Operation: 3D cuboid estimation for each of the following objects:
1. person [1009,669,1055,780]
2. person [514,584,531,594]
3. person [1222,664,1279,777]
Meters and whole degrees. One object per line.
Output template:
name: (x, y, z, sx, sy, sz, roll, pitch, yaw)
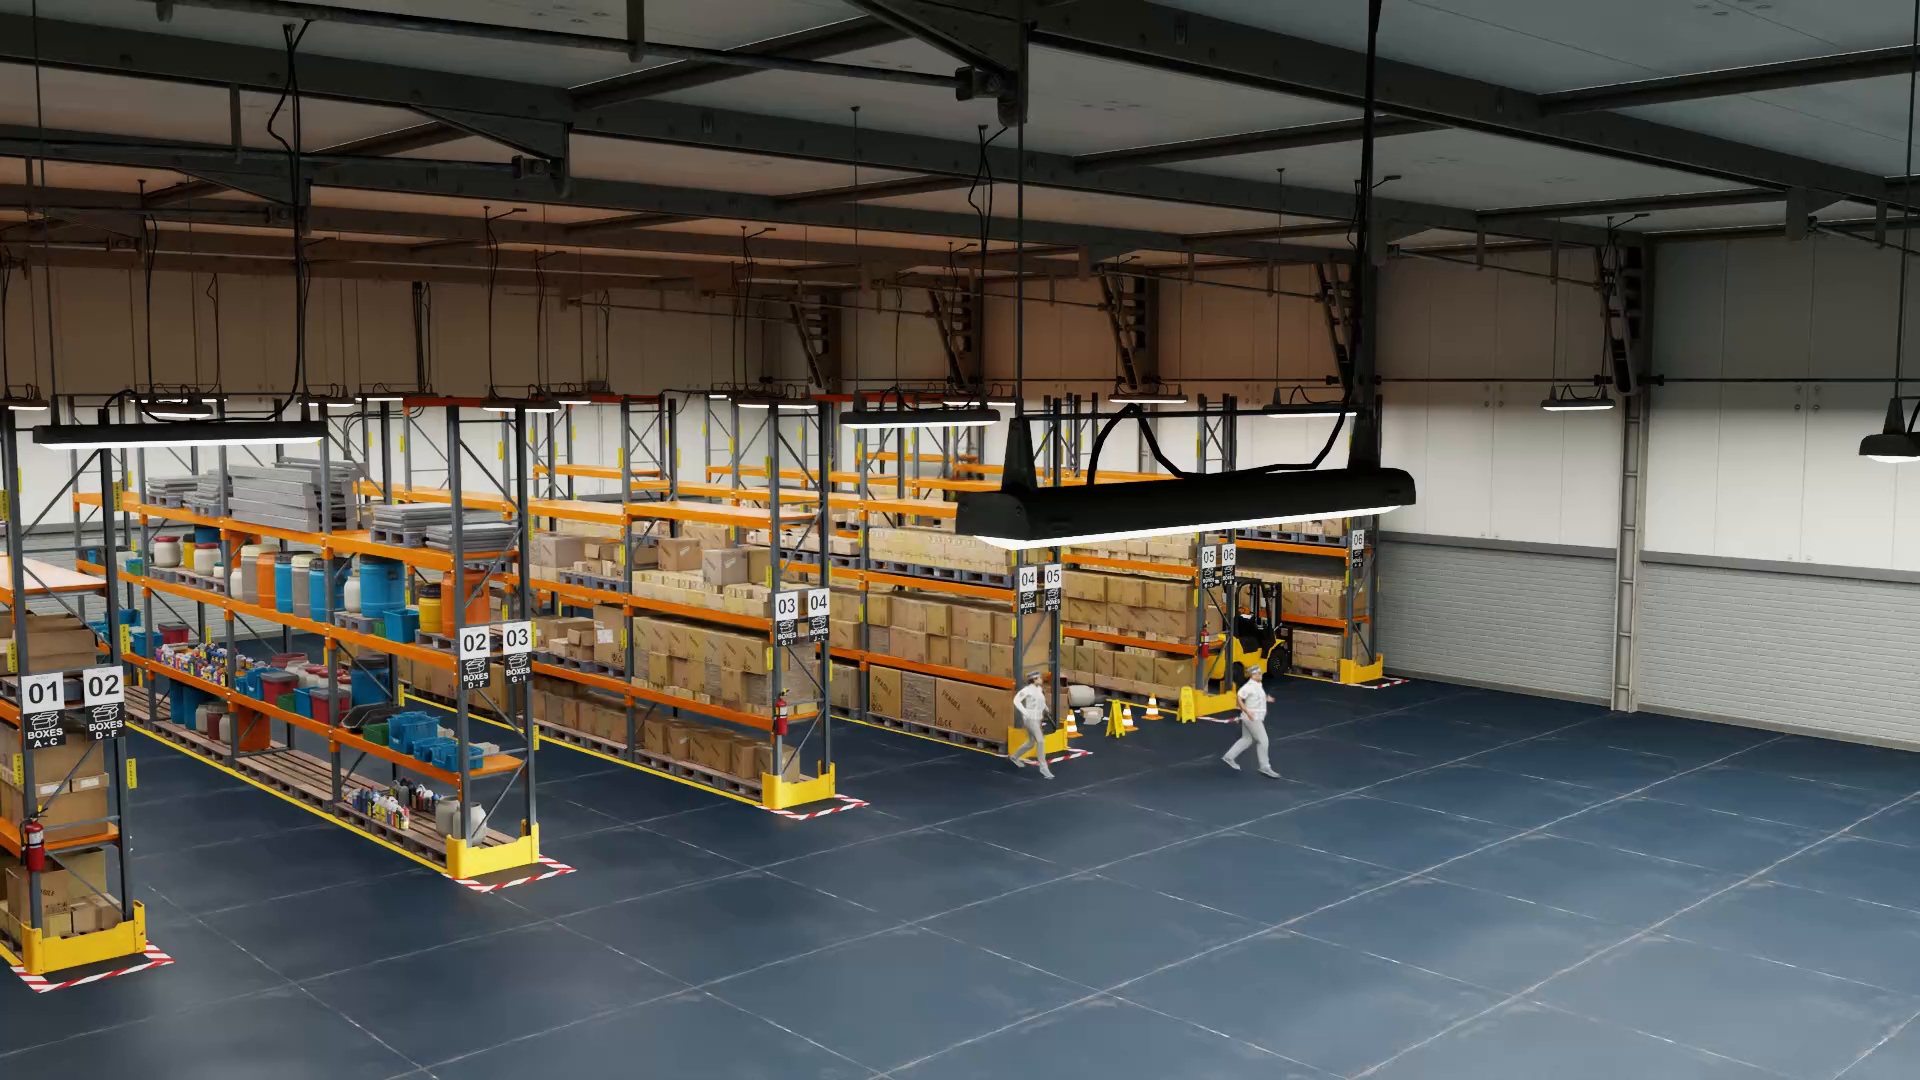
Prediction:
person: (1.206, 2.916, 26.715, 0.915, 1.689, 0.620, 3, 6, 28)
person: (-10.667, 1.597, 40.629, 0.627, 1.629, 0.722, -5, 8, -44)
person: (4.686, 2.873, 26.666, 0.876, 1.818, 0.640, 1, 6, 9)
